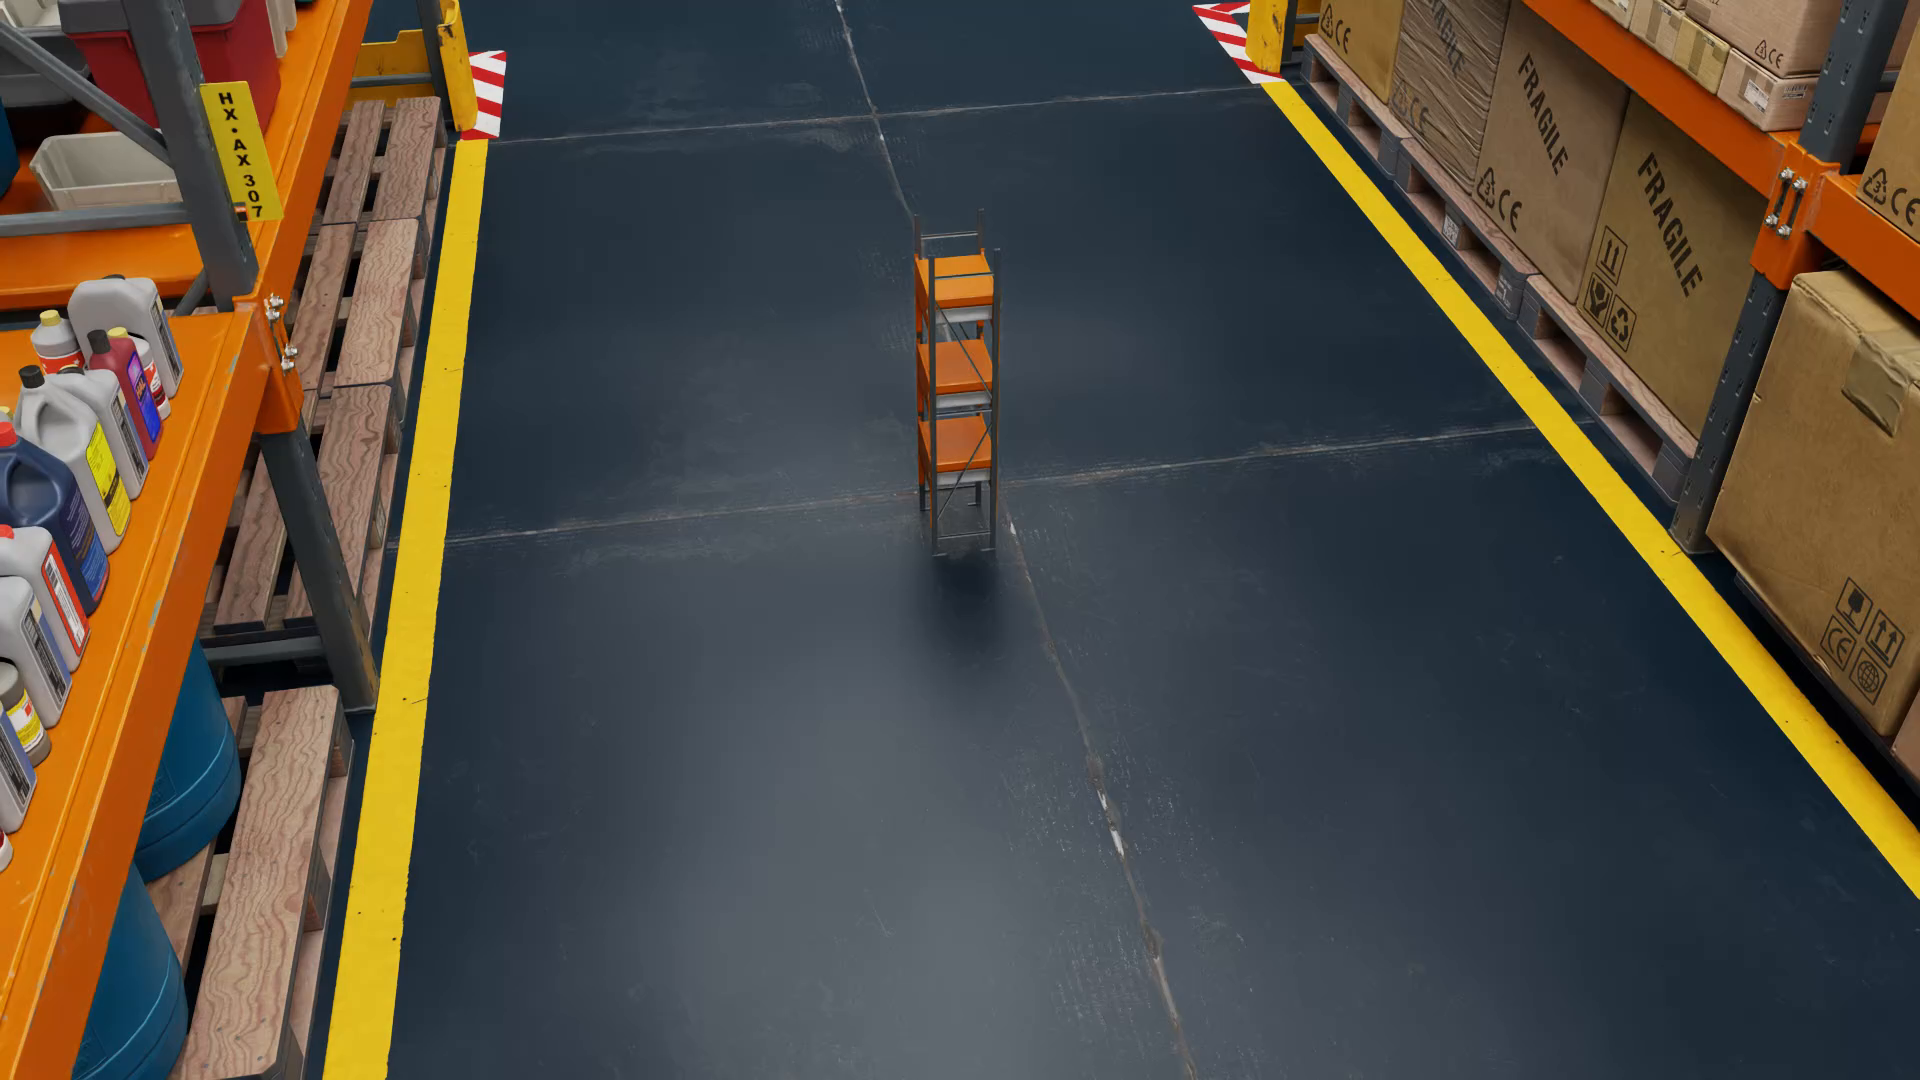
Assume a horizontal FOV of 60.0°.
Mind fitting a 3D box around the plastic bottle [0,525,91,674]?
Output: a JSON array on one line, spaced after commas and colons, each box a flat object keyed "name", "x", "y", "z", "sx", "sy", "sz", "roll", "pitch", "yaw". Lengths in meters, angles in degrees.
[{"name": "plastic bottle", "x": -1.590, "y": 0.089, "z": 2.791, "sx": 0.152, "sy": 0.276, "sz": 0.135, "roll": -6, "pitch": 38, "yaw": -8}]

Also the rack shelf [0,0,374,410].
[{"name": "rack shelf", "x": -2.480, "y": -1.612, "z": 5.467, "sx": 1.077, "sy": 0.370, "sz": 4.000, "roll": -6, "pitch": 38, "yaw": -8}]

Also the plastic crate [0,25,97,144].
[{"name": "plastic crate", "x": -2.590, "y": -1.251, "z": 4.590, "sx": 0.437, "sy": 0.125, "sz": 0.590, "roll": -6, "pitch": 38, "yaw": -8}]

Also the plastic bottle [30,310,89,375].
[{"name": "plastic bottle", "x": -1.862, "y": -0.382, "z": 3.459, "sx": 0.097, "sy": 0.201, "sz": 0.097, "roll": 0, "pitch": 38, "yaw": 0}]

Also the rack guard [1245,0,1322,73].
[{"name": "rack guard", "x": 2.041, "y": -2.665, "z": 8.272, "sx": 1.175, "sy": 0.500, "sz": 0.348, "roll": -6, "pitch": 38, "yaw": -8}]

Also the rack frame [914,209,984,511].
[{"name": "rack frame", "x": -0.031, "y": -0.521, "z": 5.064, "sx": 0.200, "sy": 1.050, "sz": 0.008, "roll": -6, "pitch": 38, "yaw": -8}]

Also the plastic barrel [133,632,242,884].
[{"name": "plastic barrel", "x": -2.051, "y": 0.305, "z": 3.781, "sx": 0.600, "sy": 0.901, "sz": 0.708, "roll": -6, "pitch": 38, "yaw": -8}]

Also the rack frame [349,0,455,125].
[{"name": "rack frame", "x": -2.831, "y": -3.104, "z": 6.801, "sx": 1.000, "sy": 3.000, "sz": 0.127, "roll": -6, "pitch": 38, "yaw": -8}]

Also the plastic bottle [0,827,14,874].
[{"name": "plastic bottle", "x": -1.478, "y": 0.407, "z": 2.443, "sx": 0.097, "sy": 0.201, "sz": 0.097, "roll": 0, "pitch": 38, "yaw": 0}]

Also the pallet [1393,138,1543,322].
[{"name": "pallet", "x": 2.473, "y": -1.326, "z": 6.785, "sx": 1.003, "sy": 0.211, "sz": 1.213, "roll": -6, "pitch": 38, "yaw": -8}]

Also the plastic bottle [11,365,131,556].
[{"name": "plastic bottle", "x": -1.646, "y": -0.149, "z": 3.037, "sx": 0.144, "sy": 0.351, "sz": 0.185, "roll": -6, "pitch": 38, "yaw": -8}]

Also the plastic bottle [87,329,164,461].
[{"name": "plastic bottle", "x": -1.657, "y": -0.304, "z": 3.292, "sx": 0.061, "sy": 0.283, "sz": 0.133, "roll": -6, "pitch": 38, "yaw": -8}]

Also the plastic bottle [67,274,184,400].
[{"name": "plastic bottle", "x": -1.742, "y": -0.436, "z": 3.468, "sx": 0.152, "sy": 0.276, "sz": 0.135, "roll": -6, "pitch": 38, "yaw": -8}]

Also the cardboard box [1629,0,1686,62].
[{"name": "cardboard box", "x": 2.281, "y": -1.581, "z": 5.045, "sx": 0.380, "sy": 0.149, "sz": 0.250, "roll": -7, "pitch": 38, "yaw": -9}]

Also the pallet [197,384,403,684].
[{"name": "pallet", "x": -2.297, "y": -0.027, "z": 5.113, "sx": 1.003, "sy": 0.211, "sz": 1.213, "roll": -6, "pitch": 38, "yaw": -8}]

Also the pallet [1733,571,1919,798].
[{"name": "pallet", "x": 2.956, "y": 0.338, "z": 4.643, "sx": 1.003, "sy": 0.211, "sz": 1.213, "roll": -6, "pitch": 38, "yaw": -8}]

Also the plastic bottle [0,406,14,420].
[{"name": "plastic bottle", "x": -1.798, "y": -0.161, "z": 3.175, "sx": 0.097, "sy": 0.201, "sz": 0.097, "roll": 0, "pitch": 38, "yaw": 0}]

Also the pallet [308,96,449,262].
[{"name": "pallet", "x": -2.724, "y": -1.501, "z": 7.010, "sx": 1.003, "sy": 0.211, "sz": 1.213, "roll": -6, "pitch": 38, "yaw": -8}]

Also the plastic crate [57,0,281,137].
[{"name": "plastic crate", "x": -2.039, "y": -1.304, "z": 4.382, "sx": 0.402, "sy": 0.464, "sz": 0.583, "roll": -6, "pitch": 38, "yaw": -8}]

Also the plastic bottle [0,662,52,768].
[{"name": "plastic bottle", "x": -1.519, "y": 0.267, "z": 2.623, "sx": 0.097, "sy": 0.201, "sz": 0.097, "roll": 0, "pitch": 38, "yaw": 0}]

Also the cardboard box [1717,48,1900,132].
[{"name": "cardboard box", "x": 2.371, "y": -1.271, "z": 4.646, "sx": 0.380, "sy": 0.149, "sz": 0.250, "roll": -6, "pitch": 38, "yaw": -8}]

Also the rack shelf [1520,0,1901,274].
[{"name": "rack shelf", "x": 2.396, "y": -2.145, "z": 6.153, "sx": 1.077, "sy": 0.370, "sz": 4.000, "roll": -6, "pitch": 38, "yaw": -8}]

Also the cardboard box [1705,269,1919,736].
[{"name": "cardboard box", "x": 2.879, "y": -0.164, "z": 4.405, "sx": 1.225, "sy": 0.875, "sz": 0.875, "roll": -6, "pitch": 38, "yaw": -8}]

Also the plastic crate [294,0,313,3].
[{"name": "plastic crate", "x": -2.218, "y": -1.849, "z": 5.273, "sx": 0.416, "sy": 0.233, "sz": 0.300, "roll": -6, "pitch": 38, "yaw": -8}]

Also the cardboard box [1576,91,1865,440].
[{"name": "cardboard box", "x": 2.710, "y": -0.955, "z": 5.424, "sx": 0.875, "sy": 0.875, "sz": 0.875, "roll": -6, "pitch": 38, "yaw": -8}]

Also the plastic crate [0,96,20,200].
[{"name": "plastic crate", "x": -2.547, "y": -0.951, "z": 3.993, "sx": 0.392, "sy": 0.384, "sz": 0.575, "roll": -6, "pitch": 38, "yaw": -8}]

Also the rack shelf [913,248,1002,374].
[{"name": "rack shelf", "x": -0.009, "y": -0.663, "z": 4.802, "sx": 0.215, "sy": 0.259, "sz": 0.240, "roll": -6, "pitch": 38, "yaw": -8}]

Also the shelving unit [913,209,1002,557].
[{"name": "shelving unit", "x": -0.009, "y": -0.447, "z": 4.970, "sx": 0.215, "sy": 1.050, "sz": 0.252, "roll": -6, "pitch": 38, "yaw": -8}]

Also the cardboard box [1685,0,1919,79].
[{"name": "cardboard box", "x": 2.411, "y": -1.518, "z": 4.639, "sx": 0.500, "sy": 0.250, "sz": 0.500, "roll": -7, "pitch": 38, "yaw": -9}]

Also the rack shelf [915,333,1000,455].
[{"name": "rack shelf", "x": -0.009, "y": -0.439, "z": 4.976, "sx": 0.215, "sy": 0.259, "sz": 0.240, "roll": -6, "pitch": 38, "yaw": -8}]

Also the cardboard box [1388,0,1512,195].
[{"name": "cardboard box", "x": 2.396, "y": -2.036, "z": 6.816, "sx": 0.875, "sy": 0.875, "sz": 0.875, "roll": -6, "pitch": 38, "yaw": -8}]

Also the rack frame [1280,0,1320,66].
[{"name": "rack frame", "x": 2.045, "y": -3.637, "z": 7.487, "sx": 1.000, "sy": 3.000, "sz": 0.127, "roll": -6, "pitch": 38, "yaw": -8}]
